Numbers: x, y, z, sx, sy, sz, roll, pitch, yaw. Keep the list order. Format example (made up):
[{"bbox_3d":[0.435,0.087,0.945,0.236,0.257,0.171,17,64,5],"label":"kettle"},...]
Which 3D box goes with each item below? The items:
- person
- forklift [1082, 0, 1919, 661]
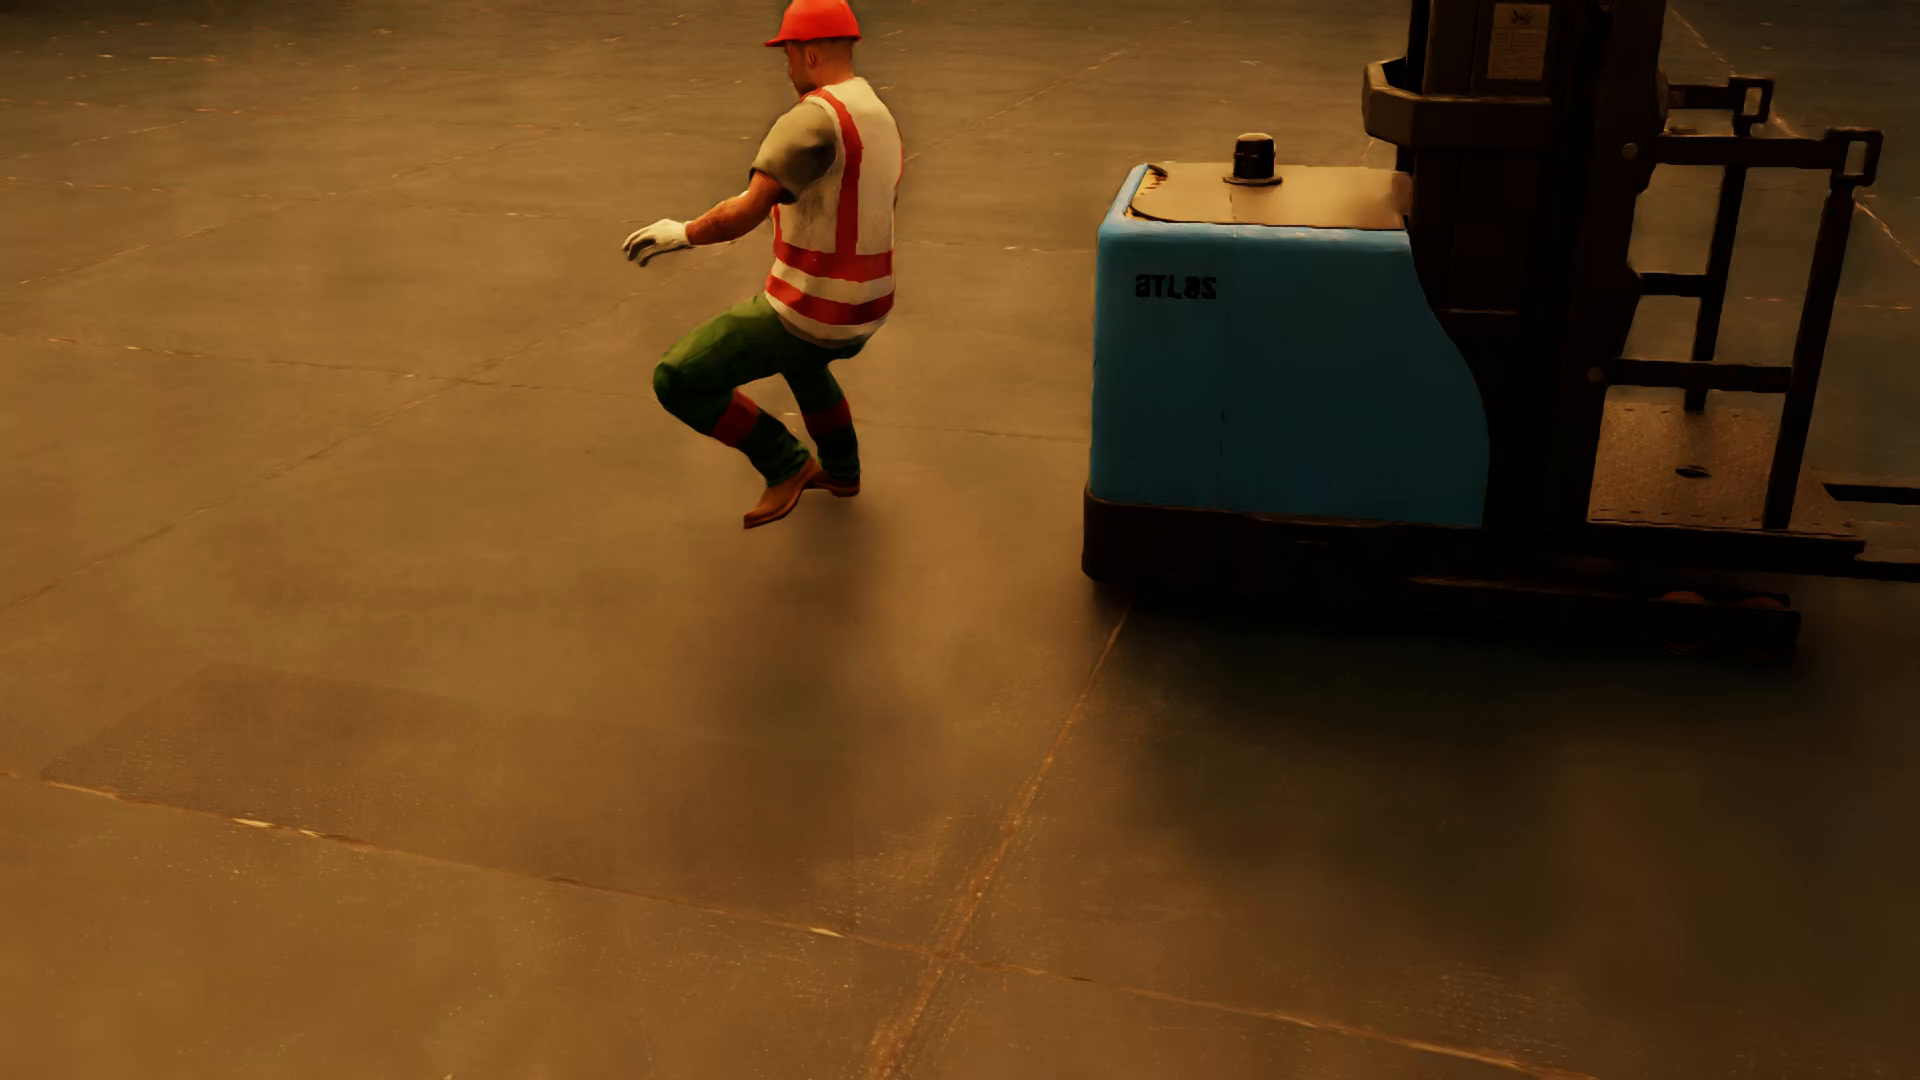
[{"bbox_3d":[-0.530,-0.748,4.770,0.763,1.580,0.890,11,25,24],"label":"person"},{"bbox_3d":[1.916,-1.258,4.328,3.031,2.935,1.130,4,23,10],"label":"forklift"}]
